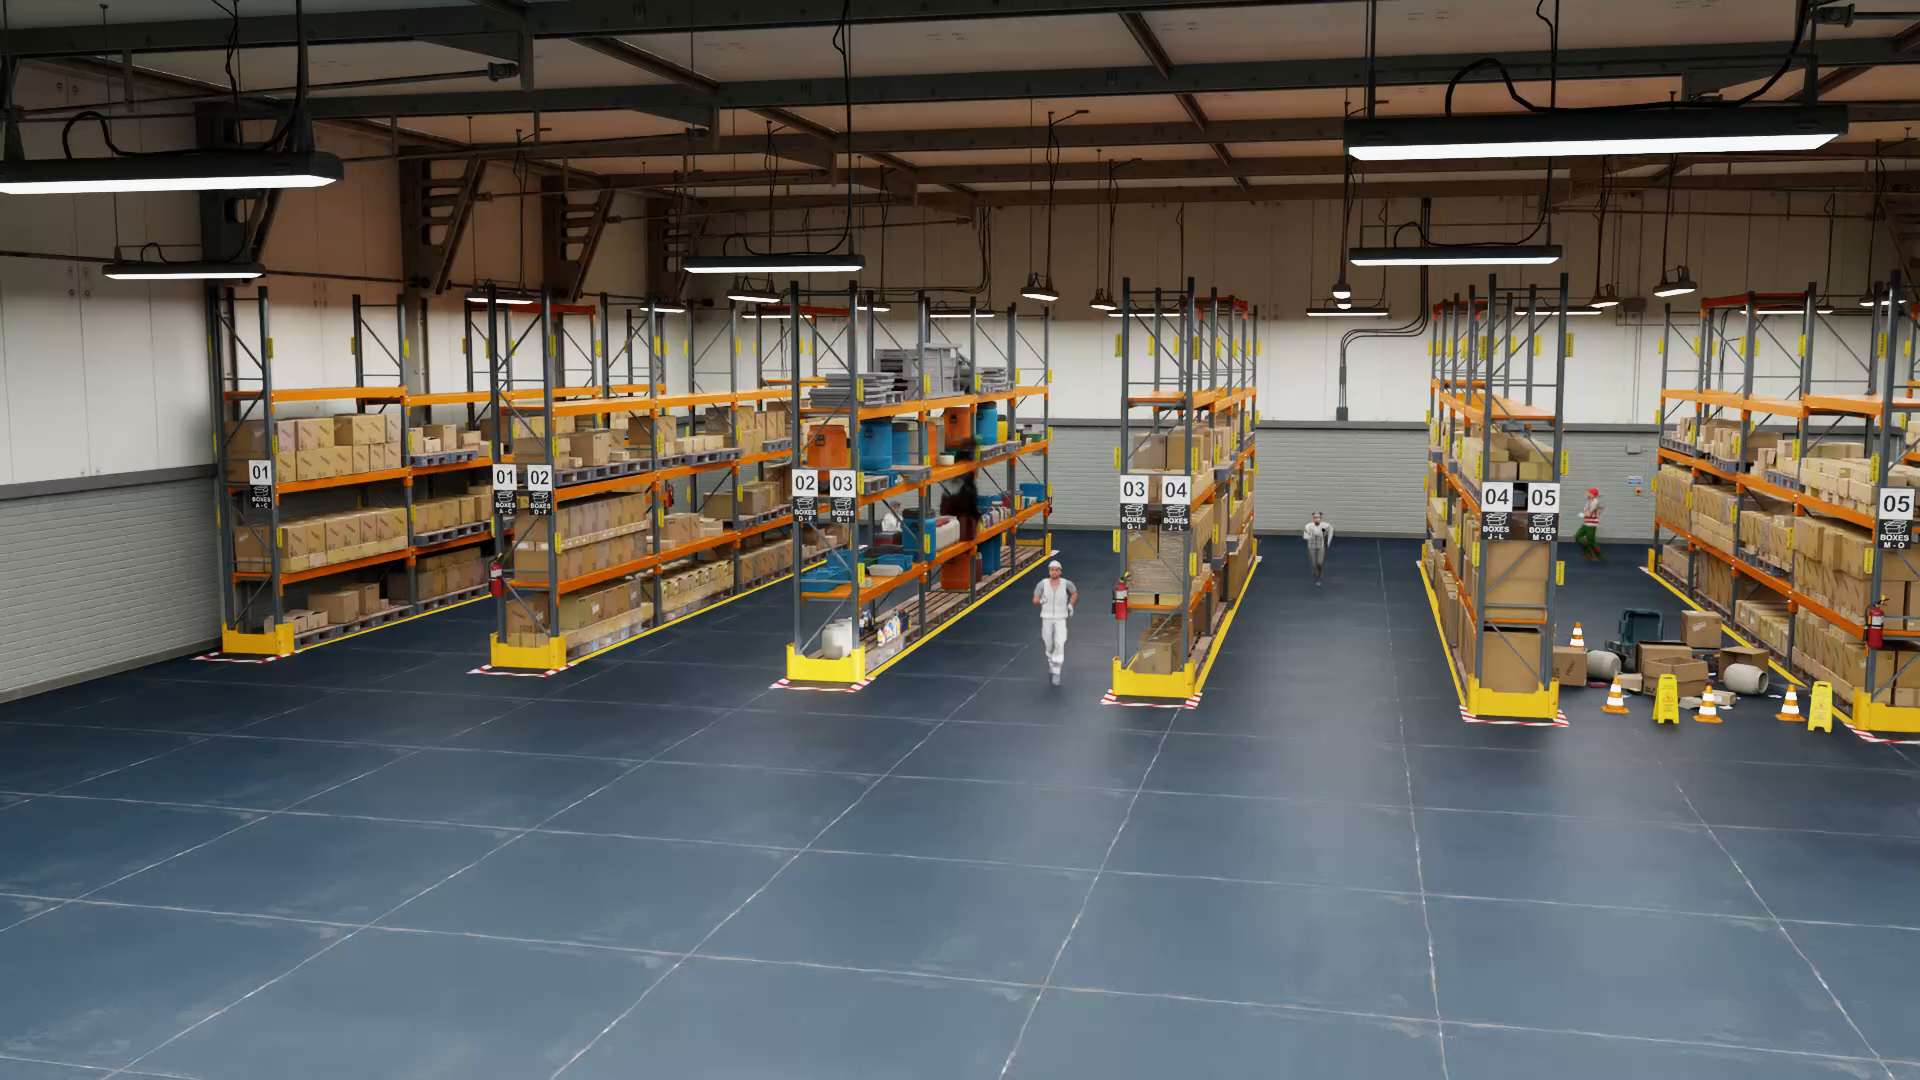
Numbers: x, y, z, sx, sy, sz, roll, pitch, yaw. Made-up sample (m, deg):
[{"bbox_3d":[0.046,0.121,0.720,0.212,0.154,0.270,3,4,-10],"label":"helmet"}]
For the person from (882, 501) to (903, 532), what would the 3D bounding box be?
[{"bbox_3d":[-1.384,0.021,34.703,0.588,1.699,0.705,1,7,9],"label":"person"}]

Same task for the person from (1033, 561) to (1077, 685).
[{"bbox_3d":[1.420,1.211,25.062,0.647,1.808,0.877,1,7,9],"label":"person"}]

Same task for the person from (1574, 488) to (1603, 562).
[{"bbox_3d":[14.745,-0.343,38.908,0.655,1.763,0.657,2,7,13],"label":"person"}]

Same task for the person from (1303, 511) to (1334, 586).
[{"bbox_3d":[7.512,0.184,34.915,0.593,1.616,0.742,2,7,17],"label":"person"}]
